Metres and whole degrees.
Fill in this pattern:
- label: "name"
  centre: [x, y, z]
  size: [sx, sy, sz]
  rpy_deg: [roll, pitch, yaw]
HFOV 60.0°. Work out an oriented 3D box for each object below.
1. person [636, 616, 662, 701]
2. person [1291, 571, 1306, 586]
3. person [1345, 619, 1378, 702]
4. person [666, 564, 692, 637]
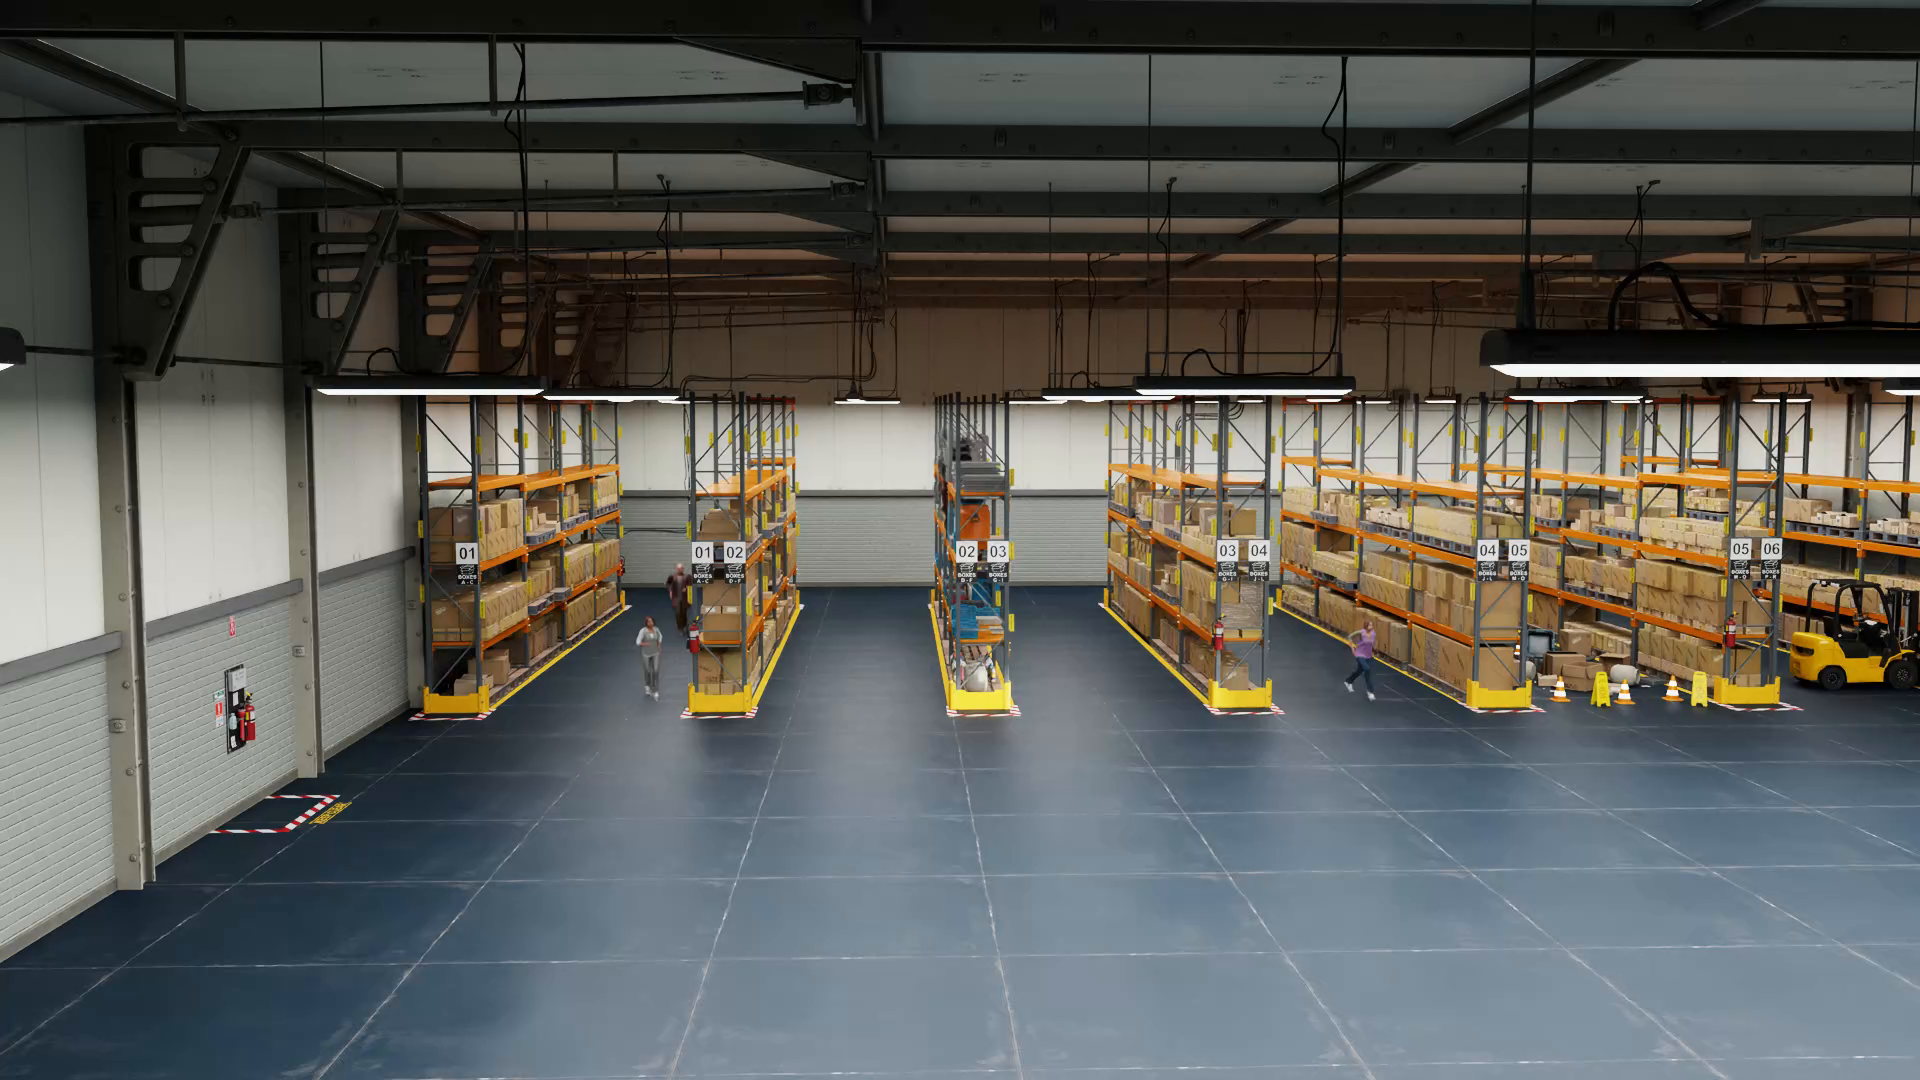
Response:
- label: "person"
  centre: [-6.094, 2.305, 32.660]
  size: [0.533, 1.597, 0.816]
  rpy_deg: [-1, 5, -18]
- label: "person"
  centre: [10.119, 0.925, 49.477]
  size: [0.595, 1.670, 0.660]
  rpy_deg: [-4, 6, -42]
- label: "person"
  centre: [7.889, 2.324, 32.704]
  size: [0.538, 1.595, 0.940]
  rpy_deg: [-2, 5, -27]
- label: "person"
  centre: [-7.010, 1.487, 41.699]
  size: [0.716, 1.783, 0.962]
  rpy_deg: [0, 5, -5]
